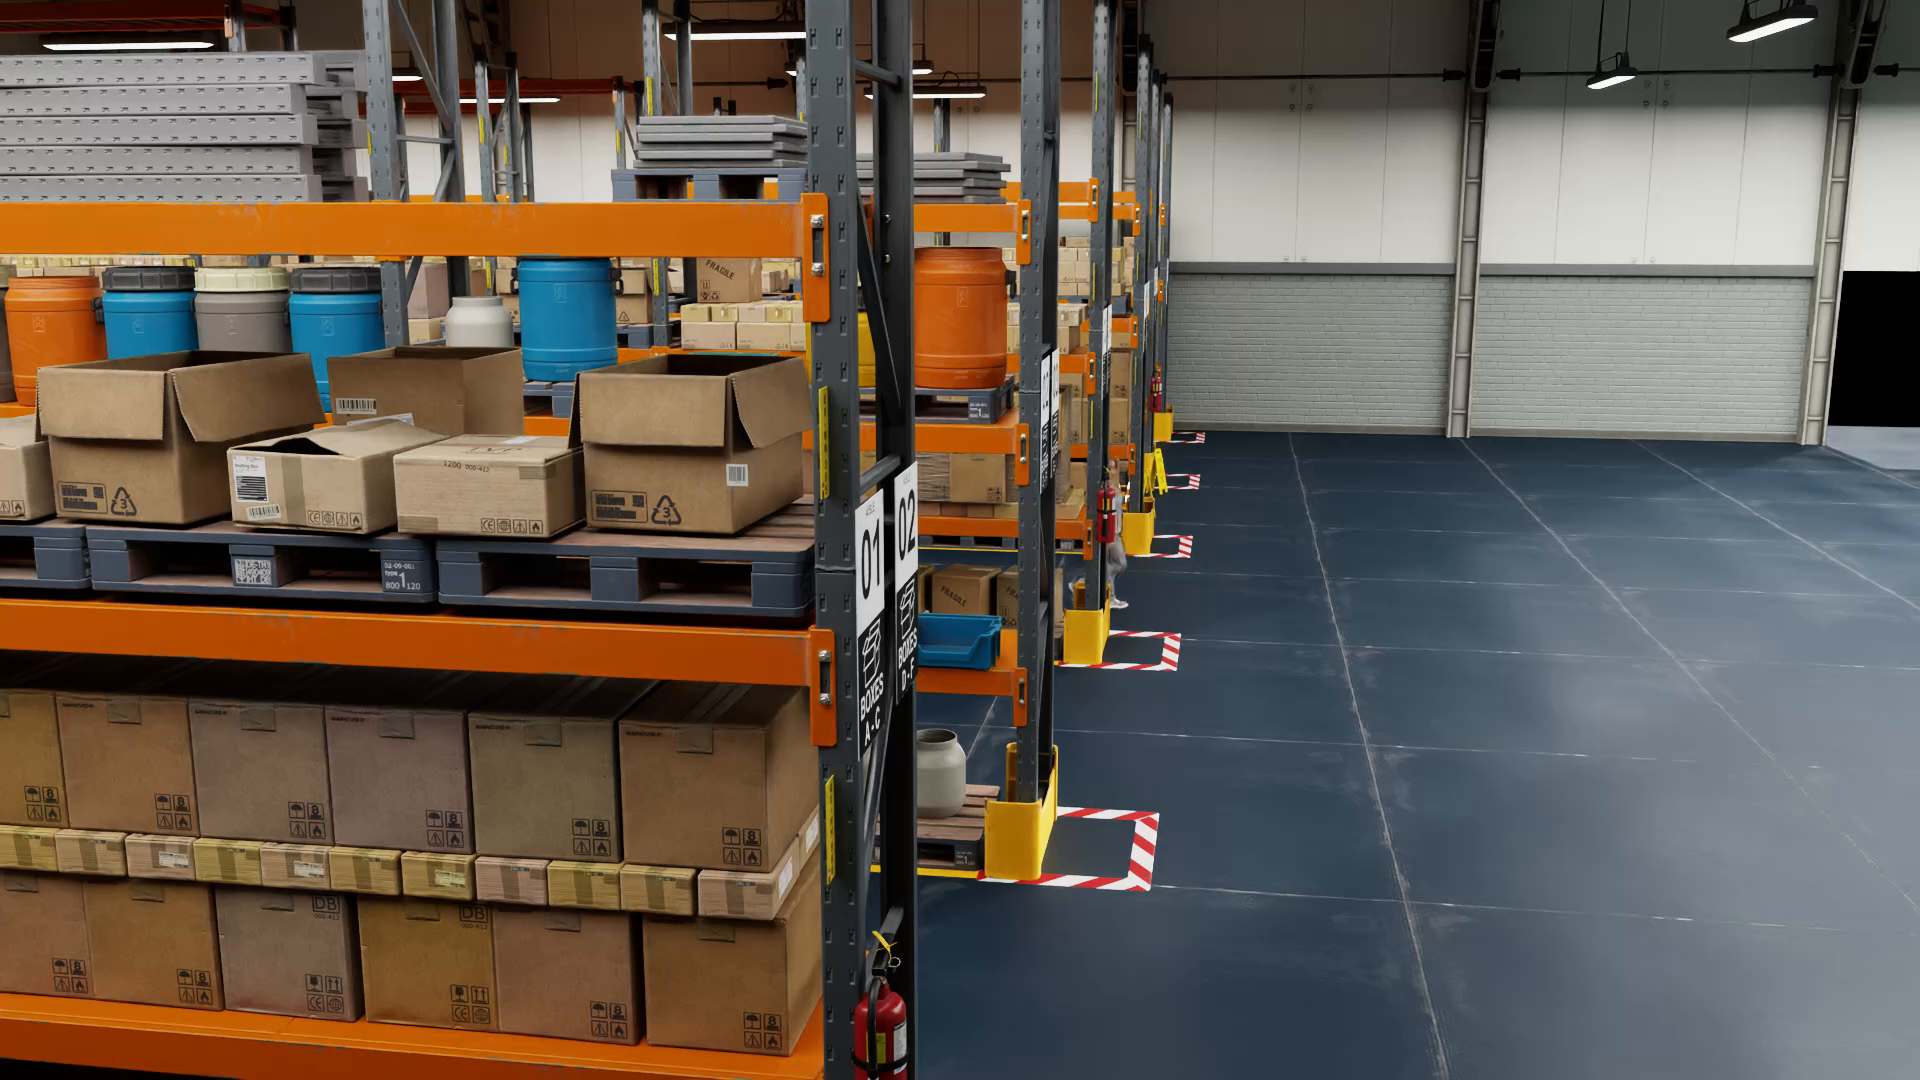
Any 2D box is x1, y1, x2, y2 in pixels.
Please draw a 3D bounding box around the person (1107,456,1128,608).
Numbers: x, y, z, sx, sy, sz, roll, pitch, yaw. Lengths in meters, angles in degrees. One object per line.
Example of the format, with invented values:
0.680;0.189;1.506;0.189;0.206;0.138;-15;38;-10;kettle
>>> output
1.481;-0.071;16.943;0.503;1.587;0.423;0;11;-2;person
